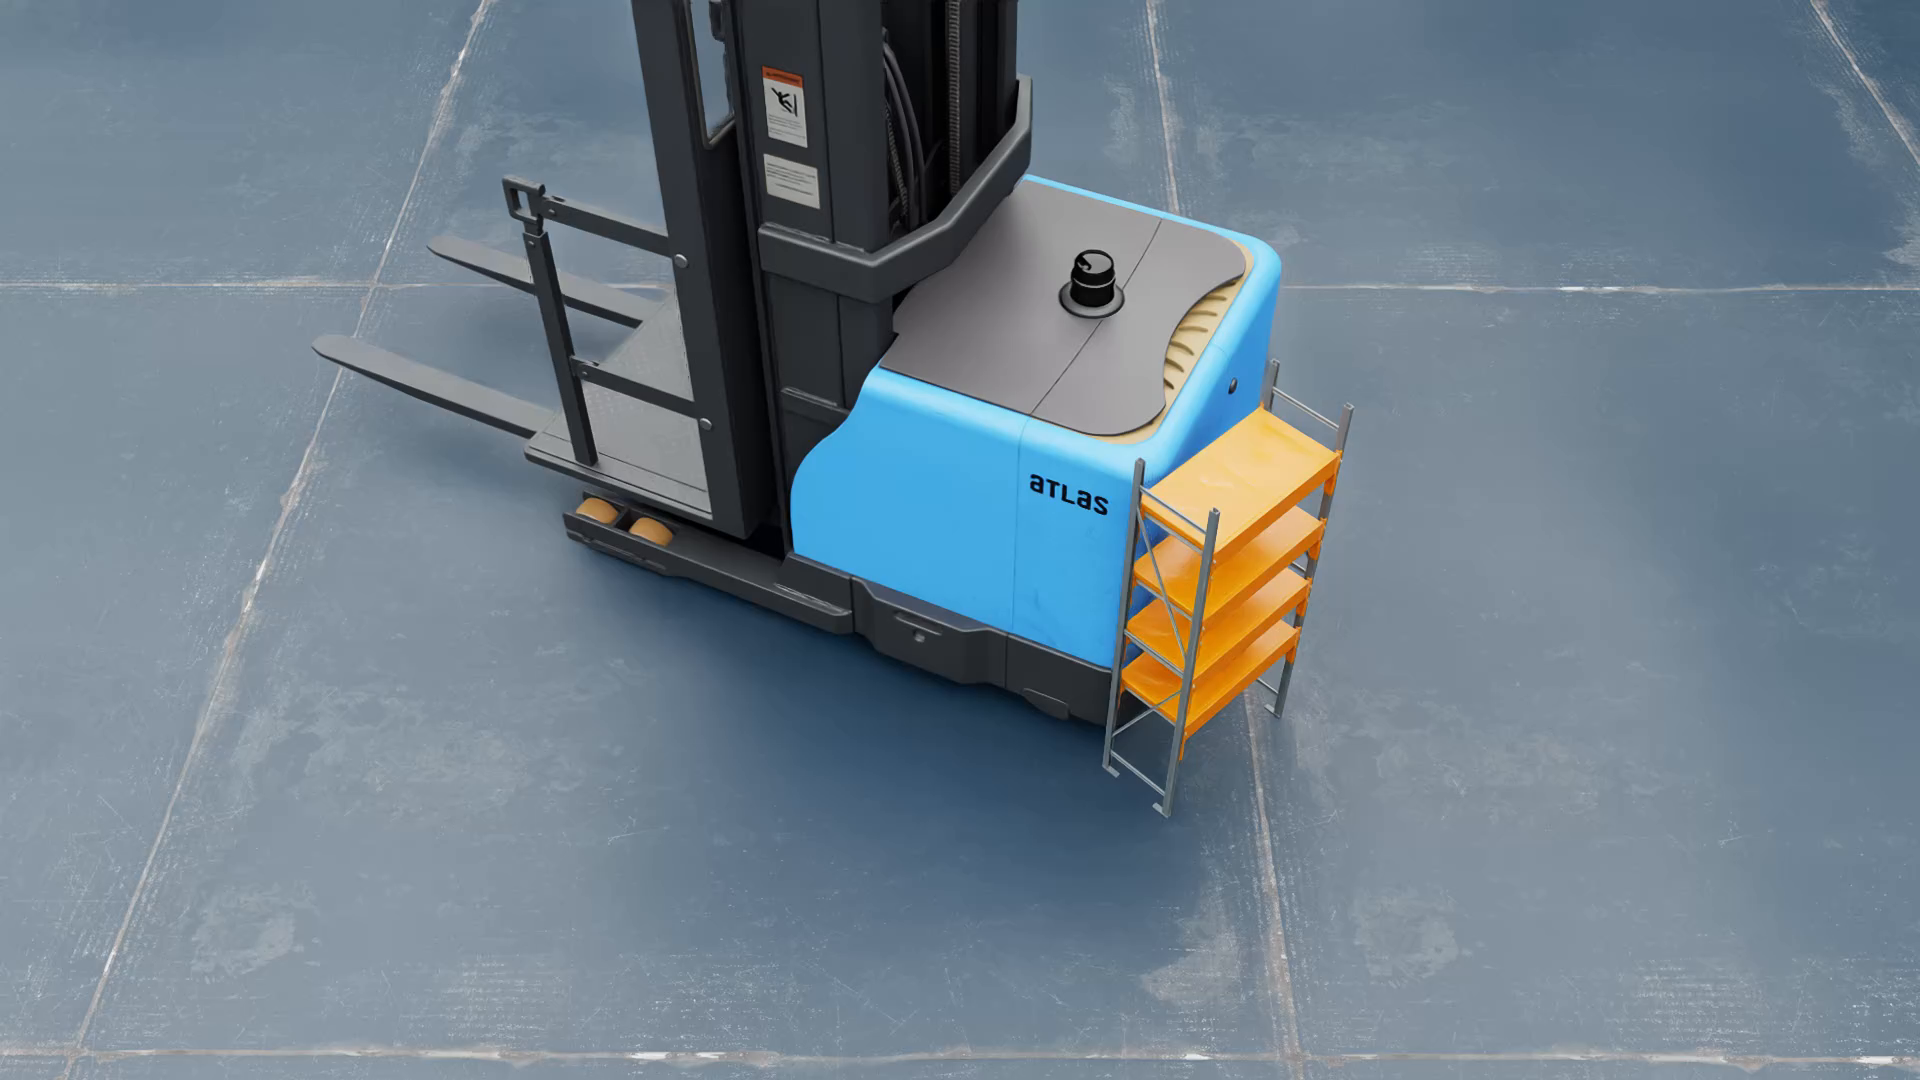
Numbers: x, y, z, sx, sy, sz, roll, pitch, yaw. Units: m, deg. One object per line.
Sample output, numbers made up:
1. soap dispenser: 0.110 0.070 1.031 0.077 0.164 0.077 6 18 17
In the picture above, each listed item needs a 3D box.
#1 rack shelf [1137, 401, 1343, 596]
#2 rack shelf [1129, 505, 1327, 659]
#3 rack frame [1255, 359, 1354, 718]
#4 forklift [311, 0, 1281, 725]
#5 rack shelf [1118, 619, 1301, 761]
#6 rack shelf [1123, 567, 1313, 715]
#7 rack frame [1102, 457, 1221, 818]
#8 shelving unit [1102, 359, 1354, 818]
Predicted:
1. rack shelf: 0.662 -0.106 3.993 0.480 0.148 0.258 -35 56 -28
2. rack shelf: 0.662 0.055 4.166 0.480 0.148 0.258 -35 56 -28
3. rack frame: 0.837 0.037 4.396 0.015 1.200 0.240 -35 56 -28
4. forklift: -0.662 -1.231 4.394 3.031 2.935 1.130 20 50 17
5. rack shelf: 0.662 0.342 4.475 0.480 0.148 0.258 -35 56 -28
6. rack shelf: 0.662 0.207 4.329 0.480 0.148 0.258 -35 56 -28
7. rack frame: 0.487 0.286 4.164 0.015 1.200 0.240 -35 56 -28
8. shelving unit: 0.662 0.161 4.280 0.503 1.200 0.258 -35 56 -28
